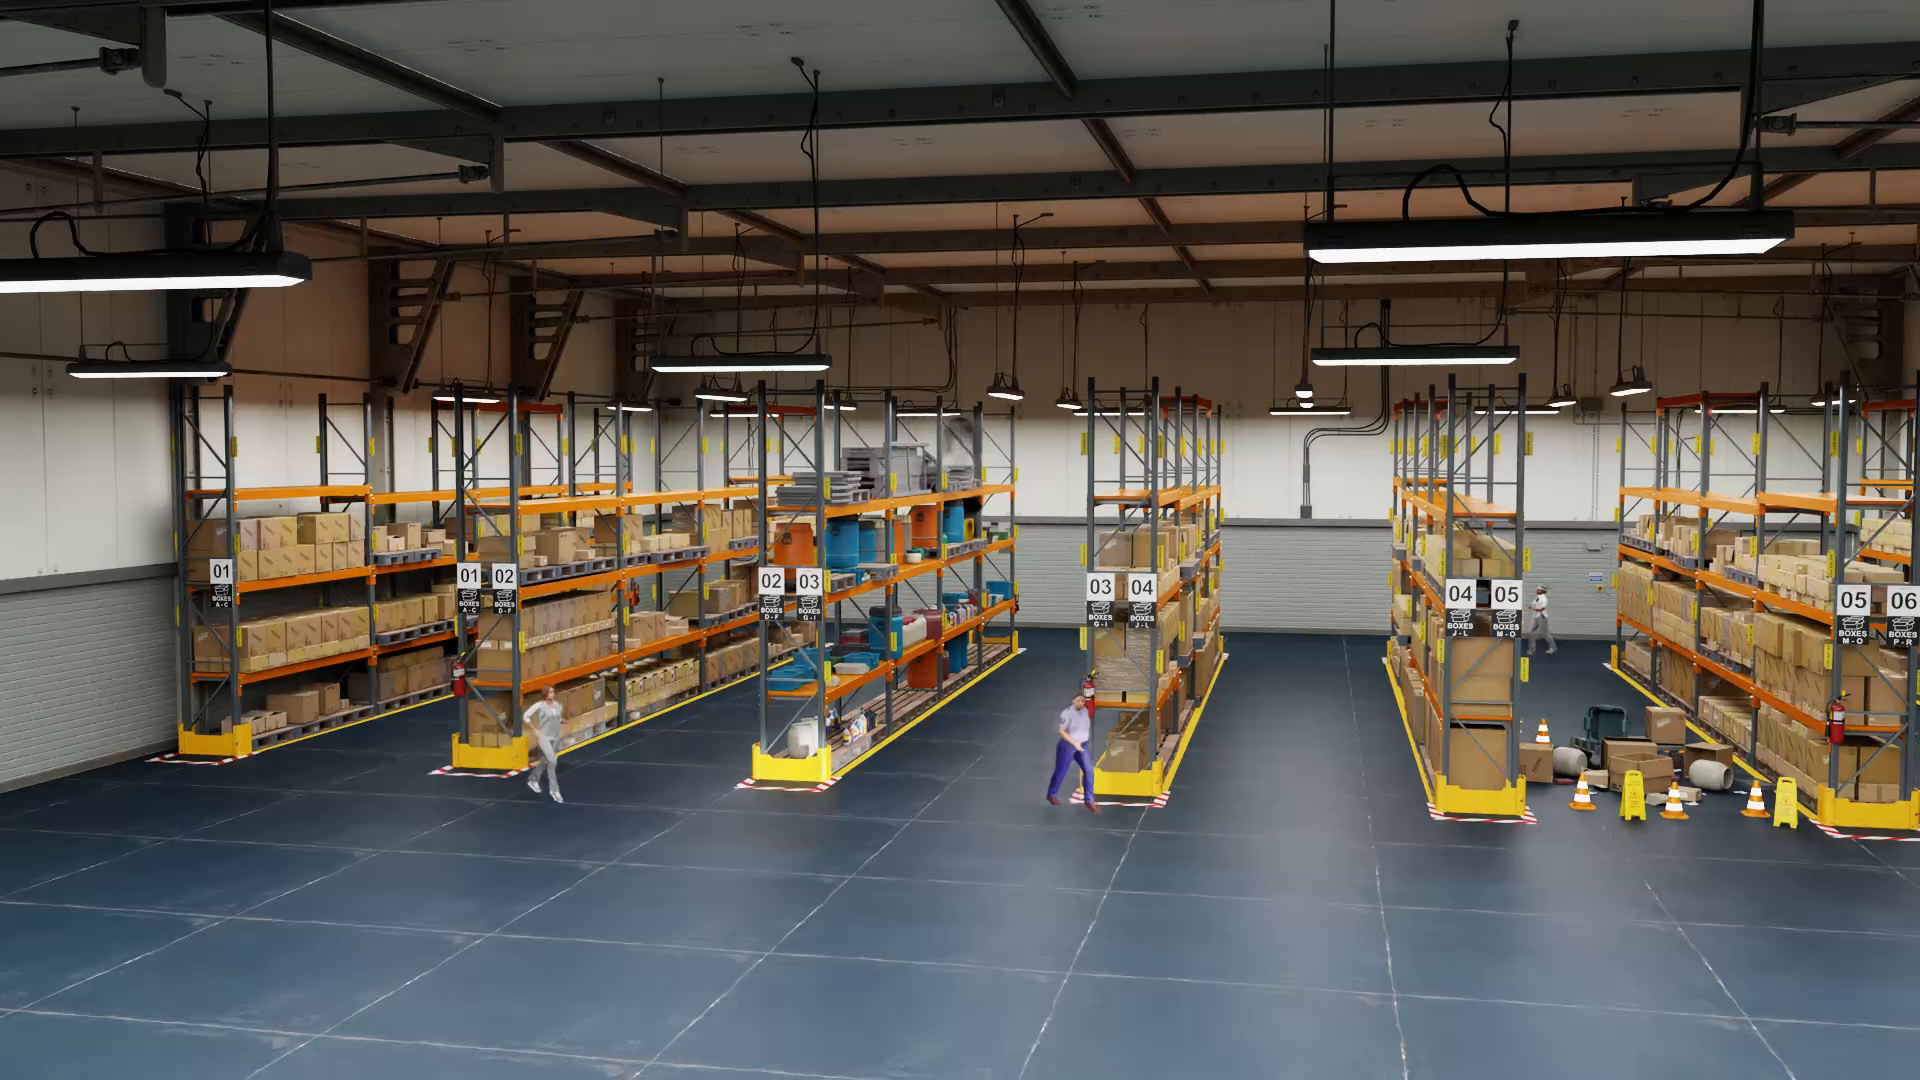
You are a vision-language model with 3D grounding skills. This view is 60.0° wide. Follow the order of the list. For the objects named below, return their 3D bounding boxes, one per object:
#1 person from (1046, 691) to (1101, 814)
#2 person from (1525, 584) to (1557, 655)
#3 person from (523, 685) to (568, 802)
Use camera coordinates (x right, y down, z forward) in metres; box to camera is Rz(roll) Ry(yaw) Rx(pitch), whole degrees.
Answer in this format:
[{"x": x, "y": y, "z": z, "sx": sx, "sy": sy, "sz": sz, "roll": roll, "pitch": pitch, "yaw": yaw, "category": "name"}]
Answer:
[{"x": 1.557, "y": 2.869, "z": 22.741, "sx": 0.530, "sy": 1.641, "sz": 0.883, "roll": -2, "pitch": 4, "yaw": -31, "category": "person"}, {"x": 13.949, "y": 1.927, "z": 39.928, "sx": 0.772, "sy": 1.752, "sz": 0.546, "roll": 0, "pitch": 3, "yaw": -5, "category": "person"}, {"x": -5.893, "y": 2.873, "z": 23.680, "sx": 0.755, "sy": 1.643, "sz": 0.527, "roll": 2, "pitch": 4, "yaw": 30, "category": "person"}]
